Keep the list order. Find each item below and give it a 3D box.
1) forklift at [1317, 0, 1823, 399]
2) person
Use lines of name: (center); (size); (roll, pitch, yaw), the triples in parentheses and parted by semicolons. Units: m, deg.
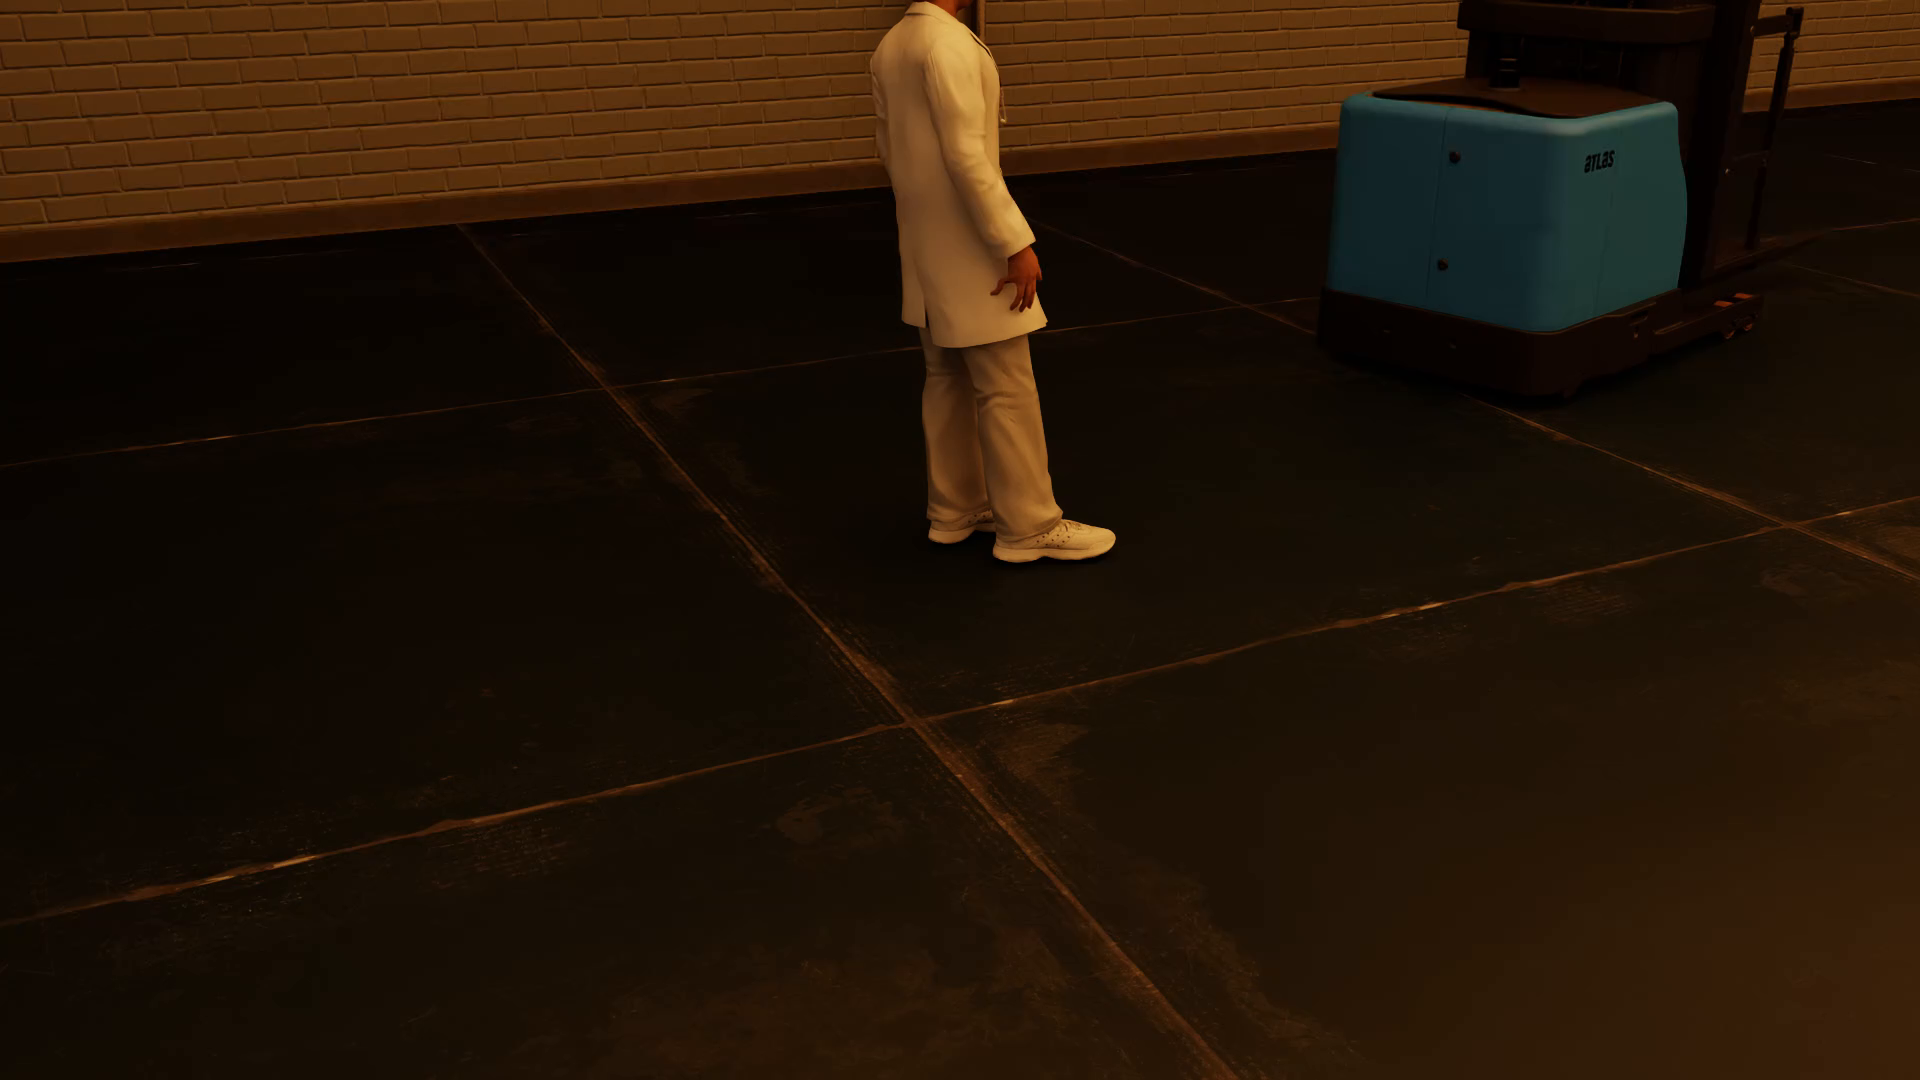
forklift: (2.898, -2.352, 6.948); (3.031, 2.935, 1.130); (-20, 30, -39)
person: (0.087, -0.841, 4.795); (0.575, 1.776, 0.696); (-10, 25, -23)
